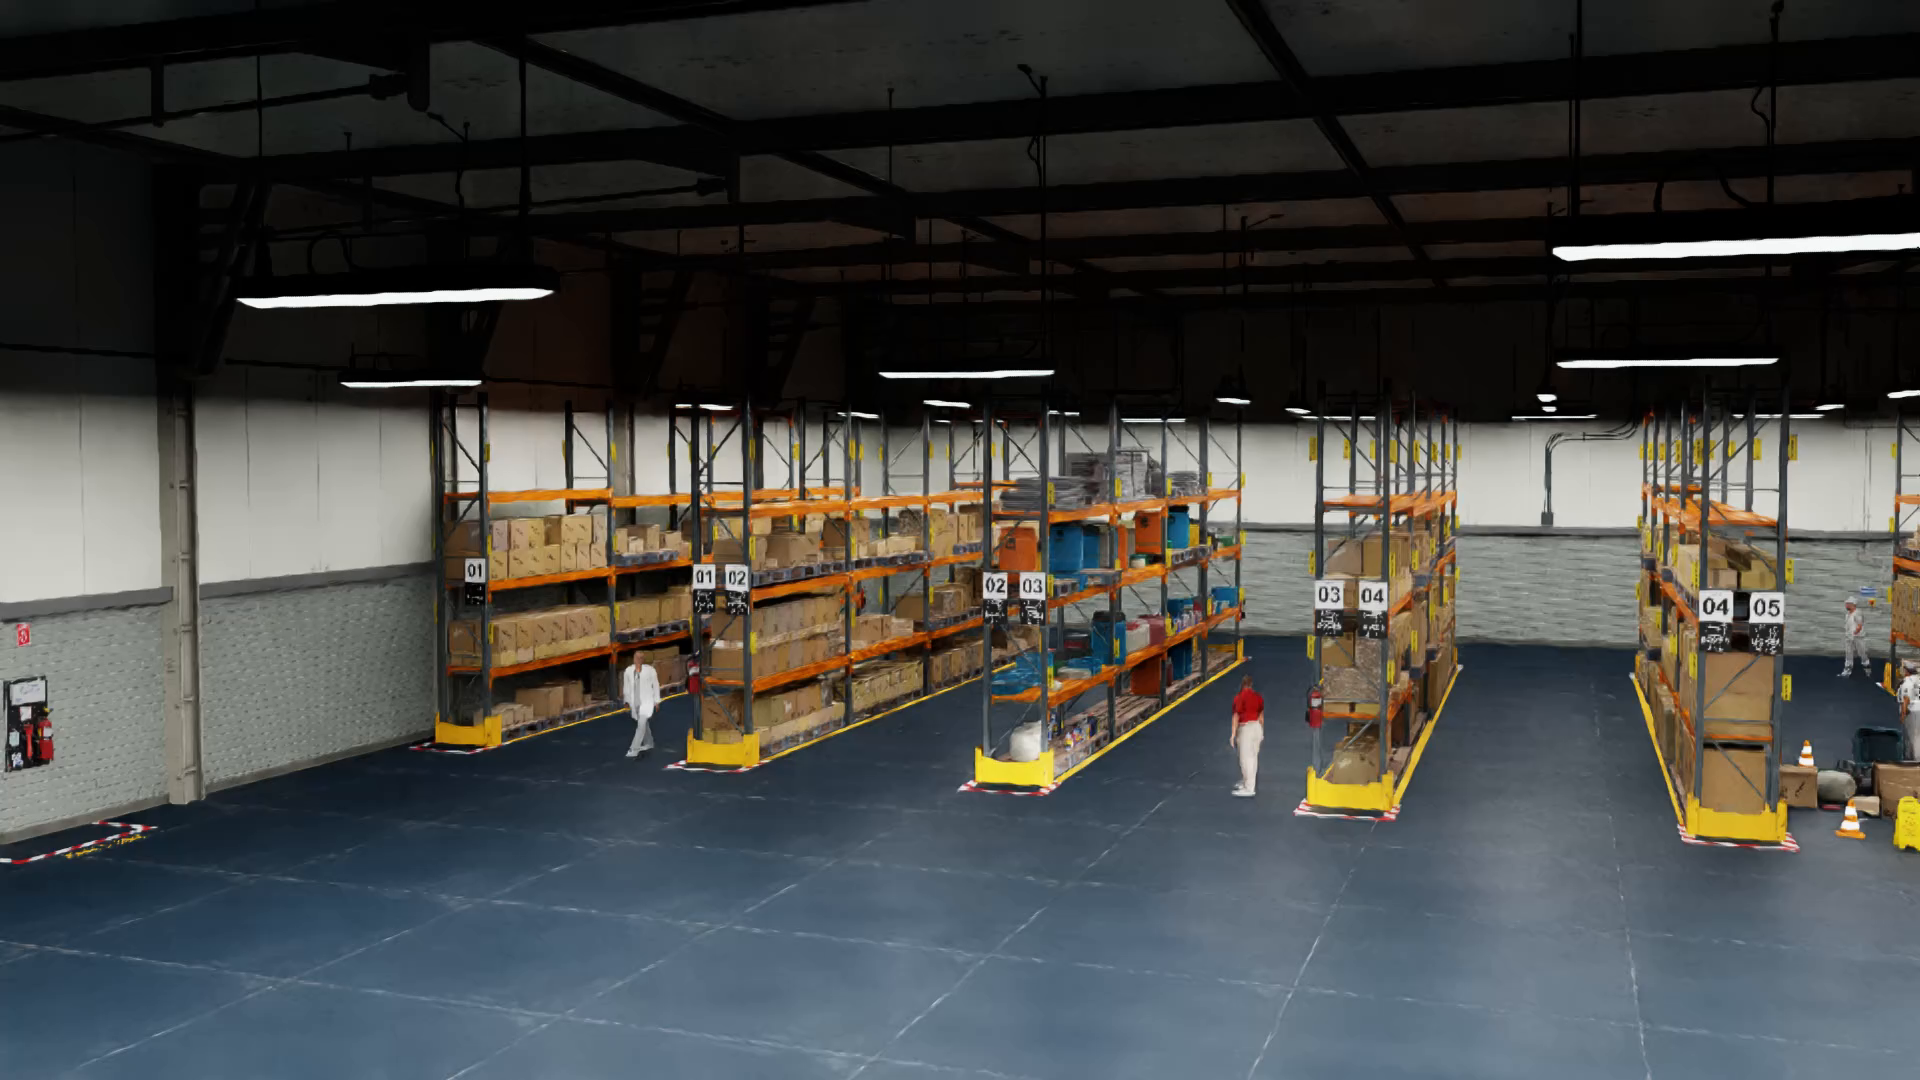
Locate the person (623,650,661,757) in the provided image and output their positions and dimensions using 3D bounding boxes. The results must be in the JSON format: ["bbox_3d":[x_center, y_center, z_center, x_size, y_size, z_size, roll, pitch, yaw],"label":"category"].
[{"bbox_3d":[-5.247,2.659,27.258,0.582,1.705,1.082,1,3,17],"label":"person"}]

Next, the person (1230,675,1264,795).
[{"bbox_3d":[4.183,2.827,24.361,0.655,1.724,0.571,-2,4,-39],"label":"person"}]

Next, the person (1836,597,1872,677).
[{"bbox_3d":[19.829,2.158,36.837,0.713,1.785,0.556,0,3,-8],"label":"person"}]

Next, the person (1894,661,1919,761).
[{"bbox_3d":[15.089,2.754,26.424,0.606,1.656,0.556,-3,4,-43],"label":"person"}]
